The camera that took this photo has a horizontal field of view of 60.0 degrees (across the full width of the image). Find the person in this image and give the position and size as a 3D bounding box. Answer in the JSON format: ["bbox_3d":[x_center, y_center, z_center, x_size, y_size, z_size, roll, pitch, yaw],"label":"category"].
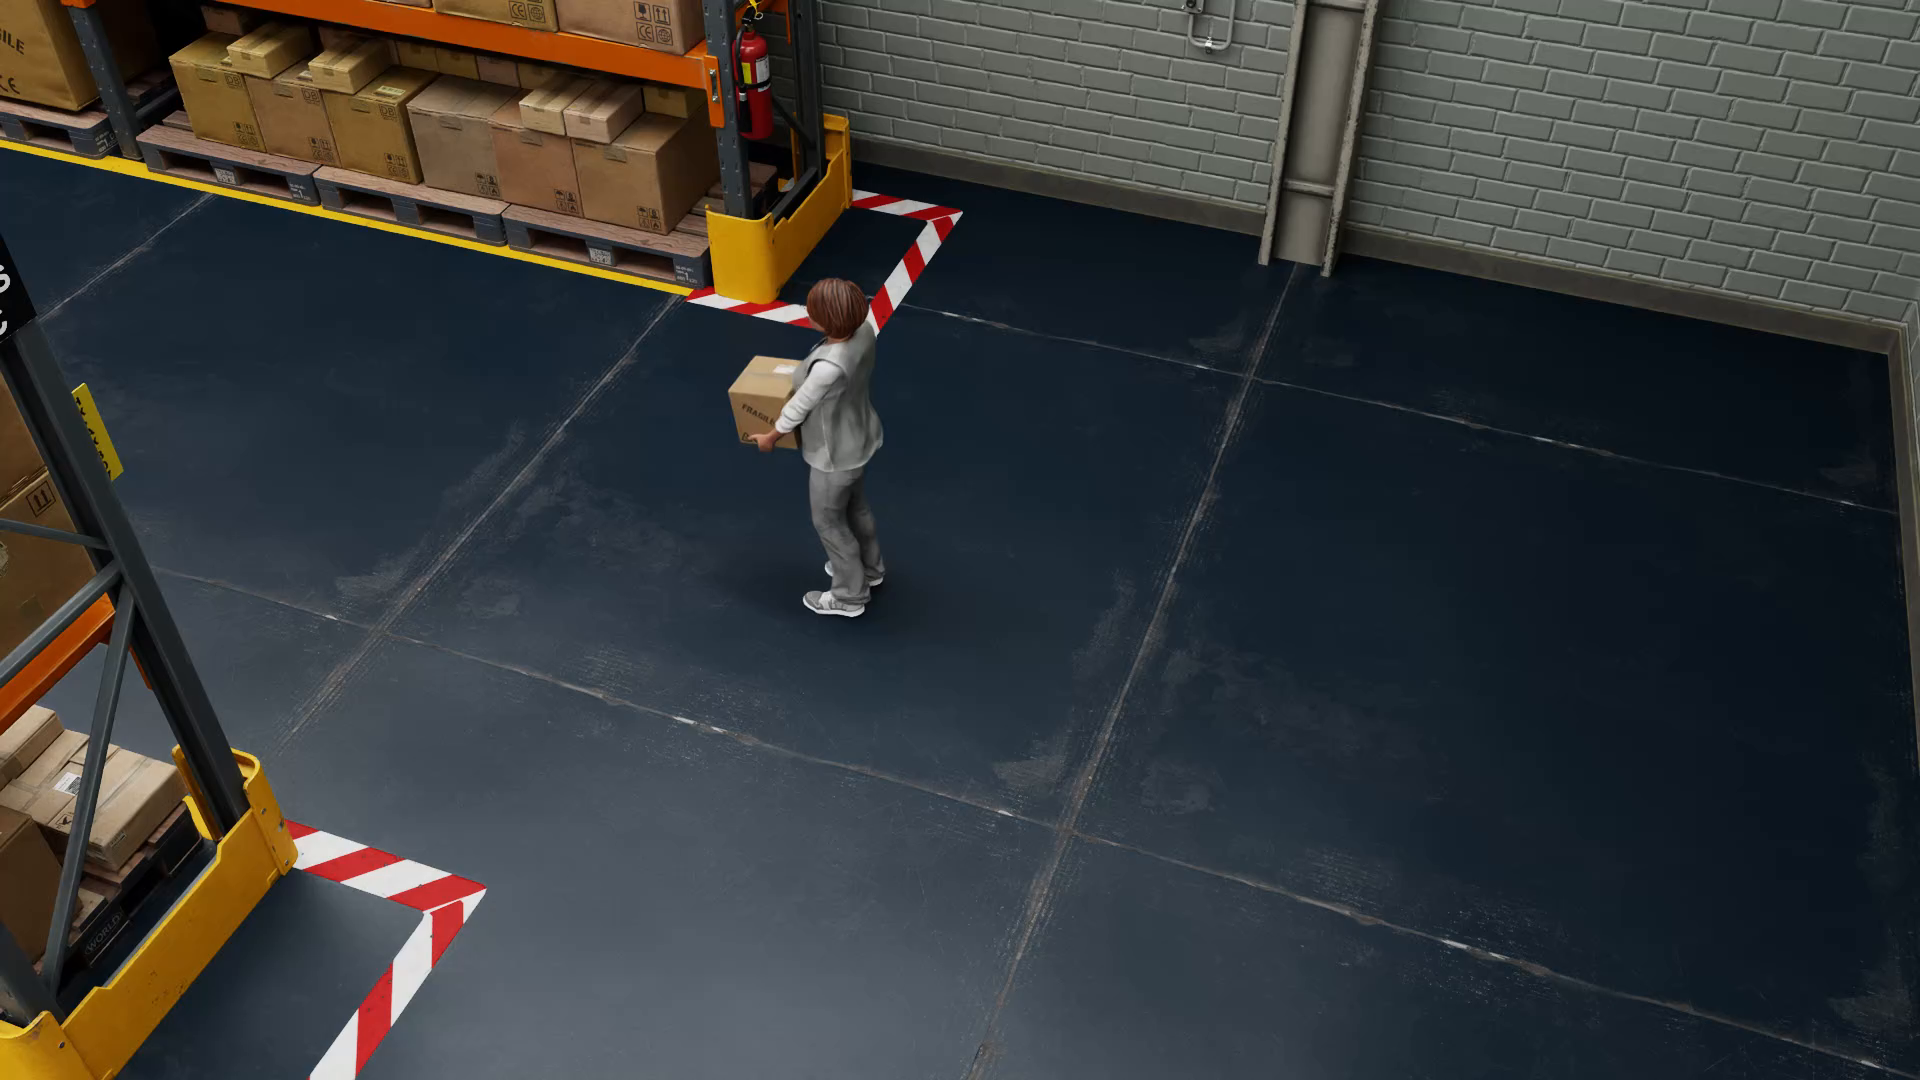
[{"bbox_3d":[-0.556,-0.377,6.588,0.498,1.598,0.385,14,44,15],"label":"person"}]
